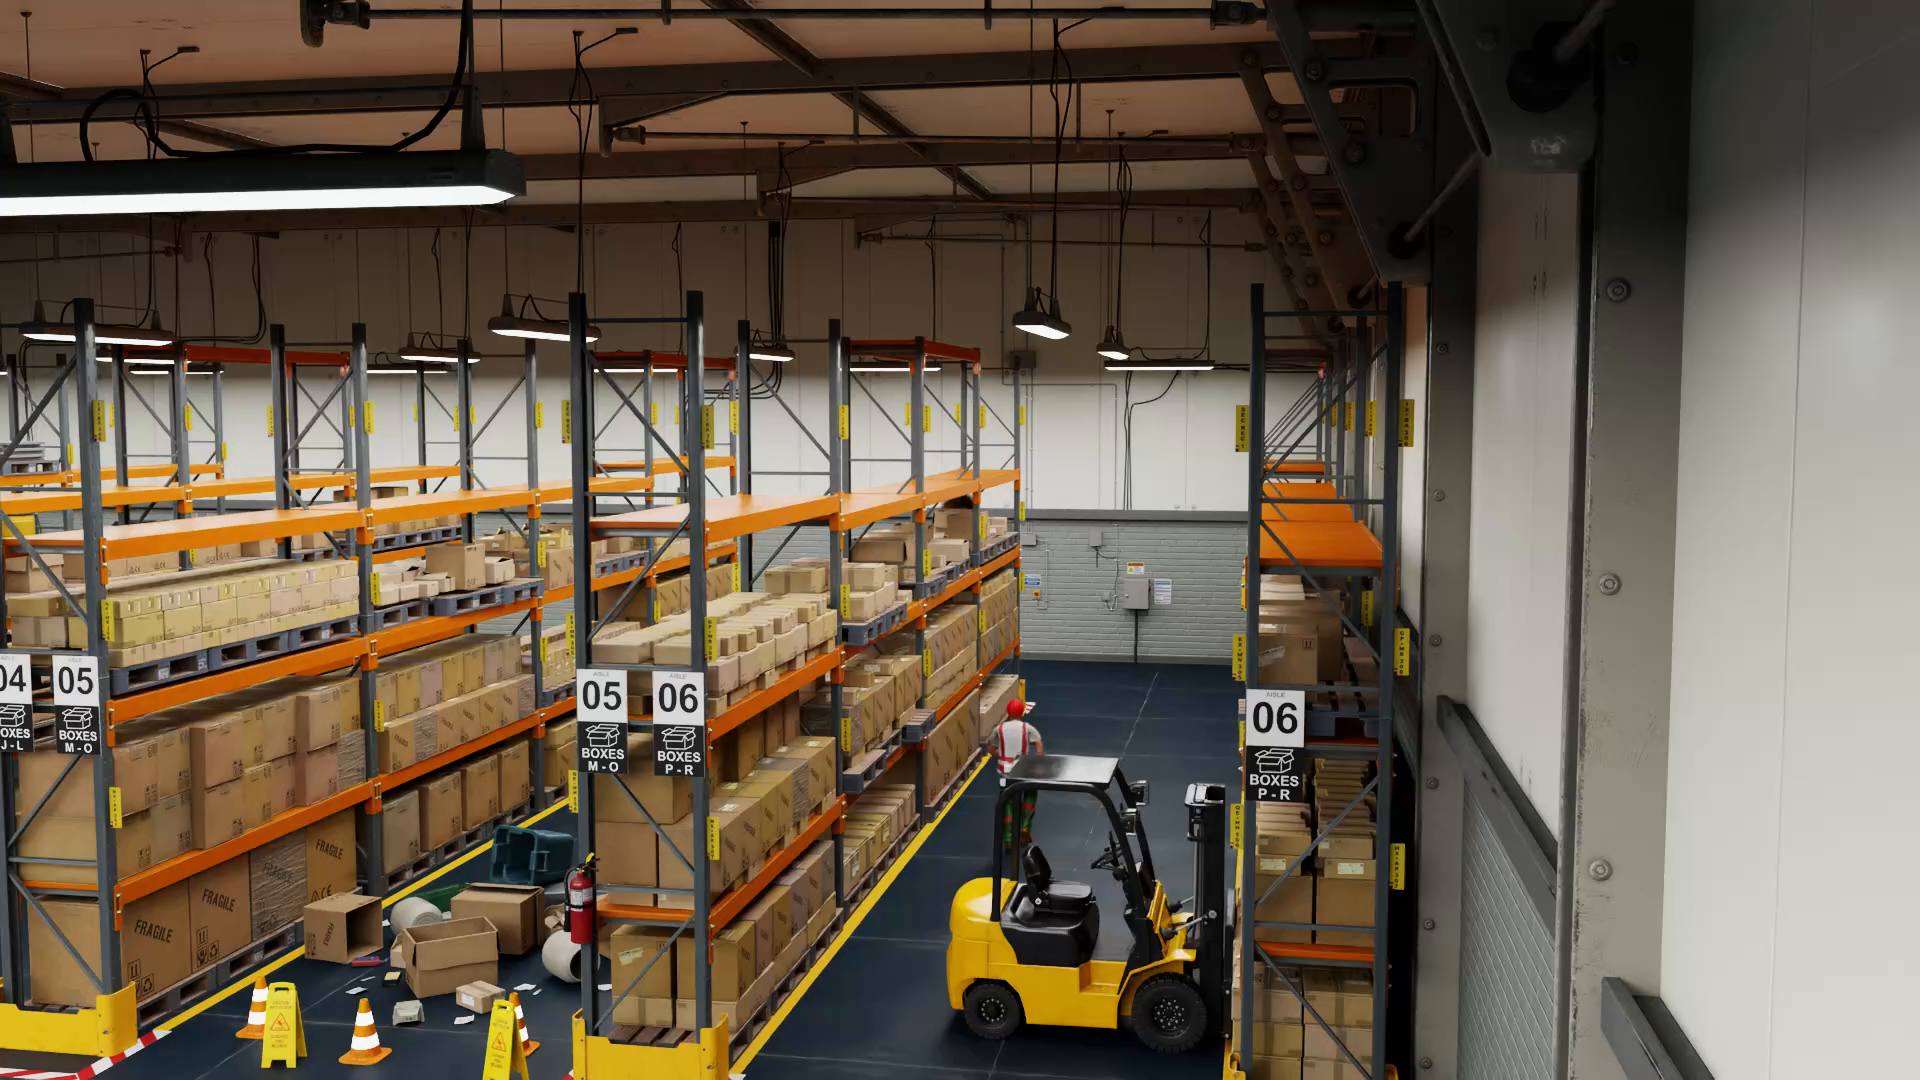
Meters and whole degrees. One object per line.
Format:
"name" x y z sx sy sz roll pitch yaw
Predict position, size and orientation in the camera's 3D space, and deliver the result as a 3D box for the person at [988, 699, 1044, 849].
"person" 0.694 2.728 19.539 0.689 1.750 0.631 1 5 16
